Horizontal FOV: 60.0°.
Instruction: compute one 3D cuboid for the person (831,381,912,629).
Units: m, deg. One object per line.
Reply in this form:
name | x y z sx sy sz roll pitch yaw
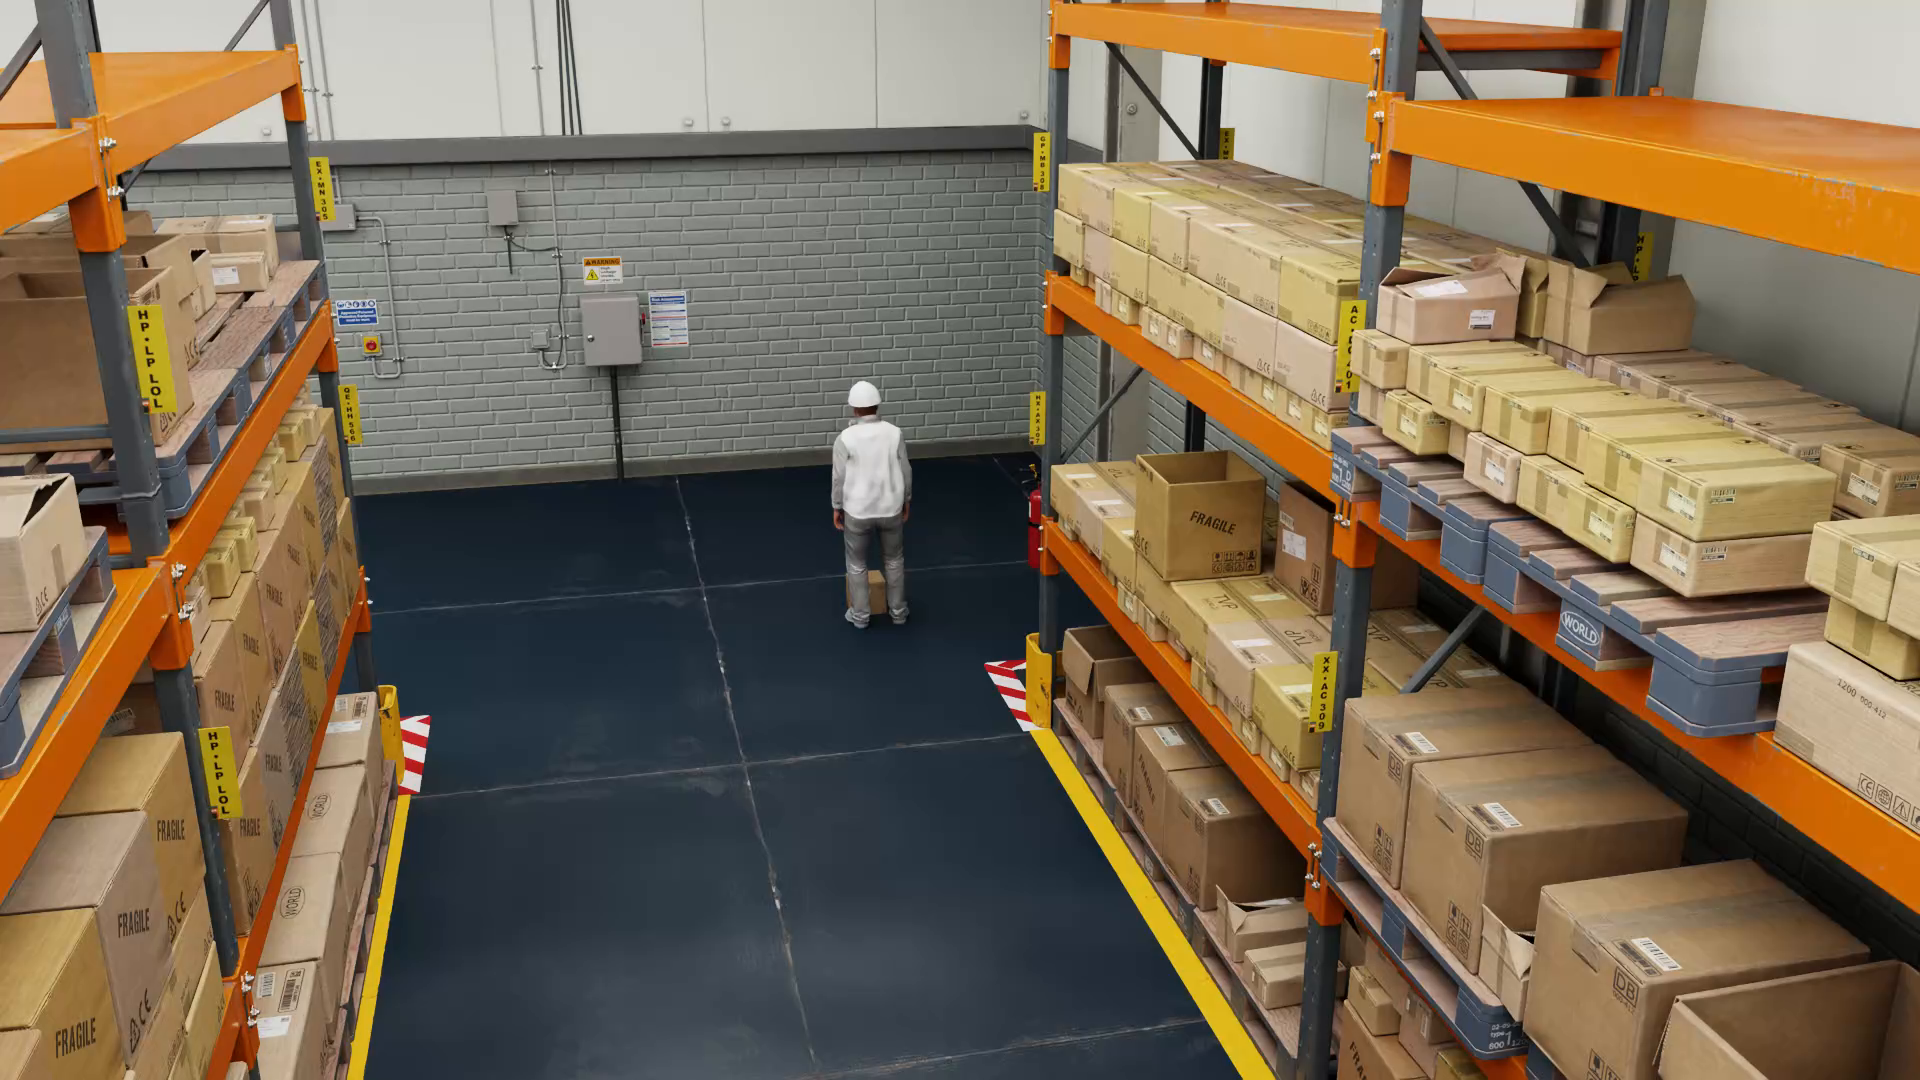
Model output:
person | -0.623 -0.241 11.713 0.580 1.769 0.465 -5 20 -15
